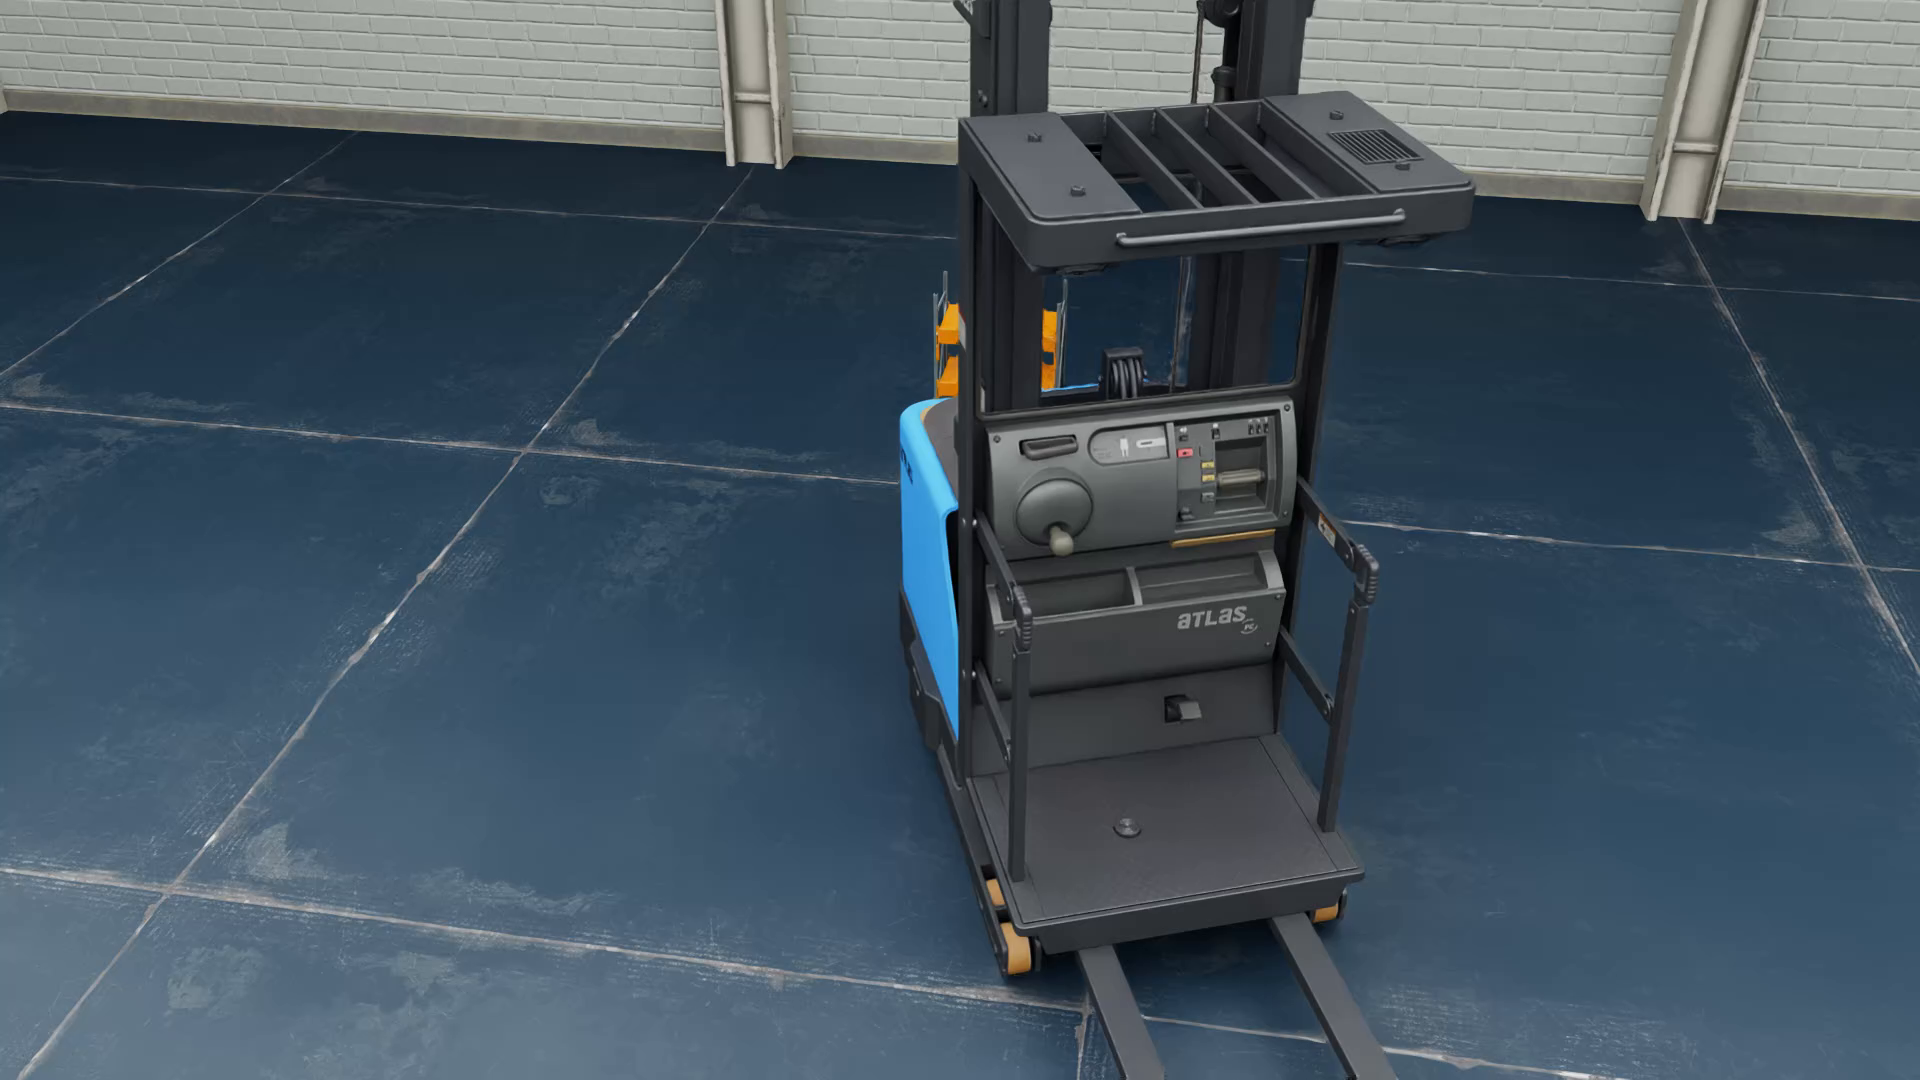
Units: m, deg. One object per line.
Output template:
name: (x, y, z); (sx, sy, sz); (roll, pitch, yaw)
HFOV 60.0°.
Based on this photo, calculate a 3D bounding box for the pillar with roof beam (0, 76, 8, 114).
pillar with roof beam: (-8.008, -4.710, 6.293); (0.400, 9.000, 9.100); (5, 32, 8)

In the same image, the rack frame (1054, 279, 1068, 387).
rack frame: (0.404, -0.472, 6.873); (0.015, 1.200, 0.240); (5, 32, 8)

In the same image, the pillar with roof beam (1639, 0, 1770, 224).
pillar with roof beam: (3.821, -3.639, 4.582); (0.400, 9.000, 9.100); (5, 32, 8)

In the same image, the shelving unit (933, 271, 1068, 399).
shelving unit: (0.163, -0.494, 6.908); (0.503, 1.200, 0.258); (5, 32, 8)

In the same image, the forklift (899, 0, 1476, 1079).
forklift: (0.590, -0.128, 4.692); (1.130, 2.935, 3.031); (-7, 33, -11)

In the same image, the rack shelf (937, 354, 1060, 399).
rack shelf: (0.163, -0.626, 6.825); (0.480, 0.148, 0.258); (5, 32, 8)

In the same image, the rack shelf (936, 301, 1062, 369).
rack shelf: (0.163, -0.827, 6.700); (0.480, 0.148, 0.258); (5, 32, 8)

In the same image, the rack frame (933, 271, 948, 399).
rack frame: (-0.077, -0.516, 6.943); (0.015, 1.200, 0.240); (5, 32, 8)

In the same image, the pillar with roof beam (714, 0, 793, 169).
pillar with roof beam: (-2.093, -4.174, 5.438); (0.400, 9.000, 9.100); (5, 32, 8)
